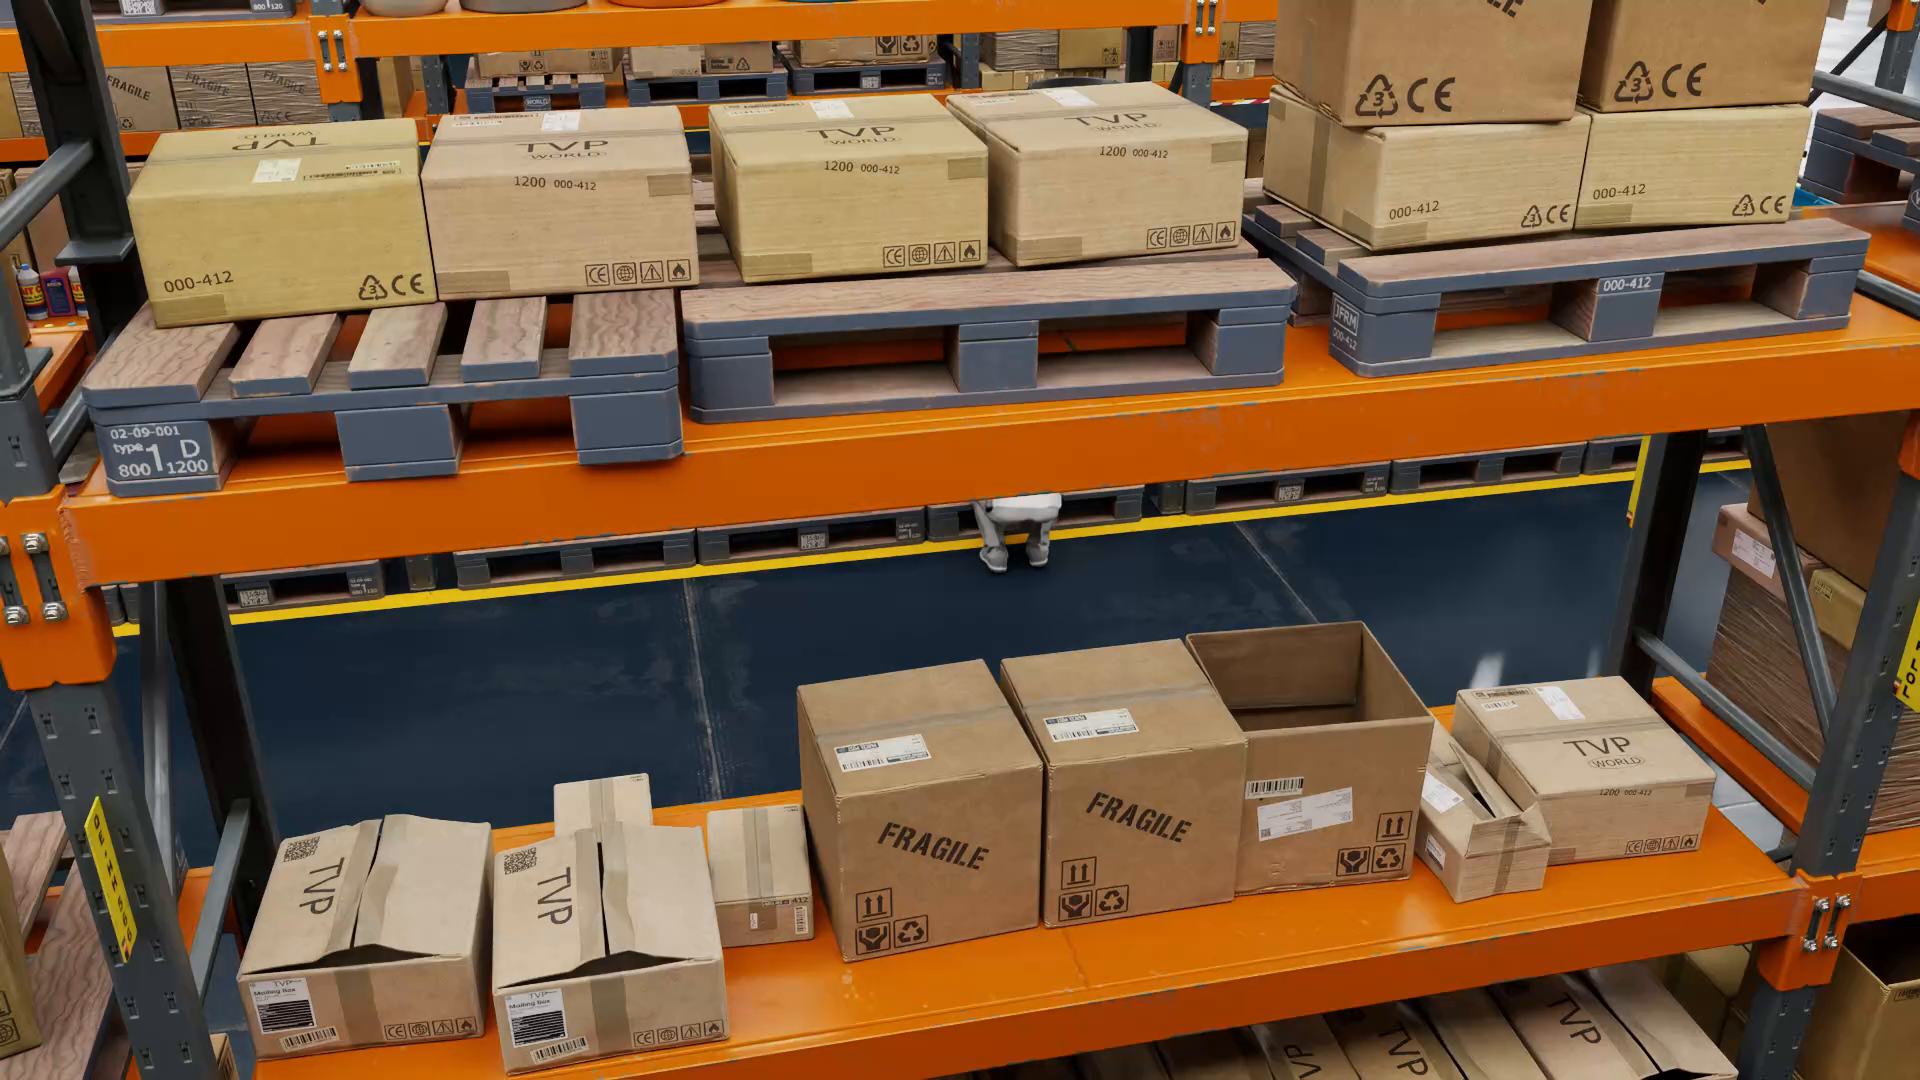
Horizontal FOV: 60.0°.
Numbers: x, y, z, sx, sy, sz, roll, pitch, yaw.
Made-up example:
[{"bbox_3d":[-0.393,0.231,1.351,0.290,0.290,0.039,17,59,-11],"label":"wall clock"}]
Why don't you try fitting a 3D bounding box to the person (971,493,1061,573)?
[{"bbox_3d":[0.280,-0.387,8.653,0.460,0.981,0.892,-2,27,-4],"label":"person"}]
